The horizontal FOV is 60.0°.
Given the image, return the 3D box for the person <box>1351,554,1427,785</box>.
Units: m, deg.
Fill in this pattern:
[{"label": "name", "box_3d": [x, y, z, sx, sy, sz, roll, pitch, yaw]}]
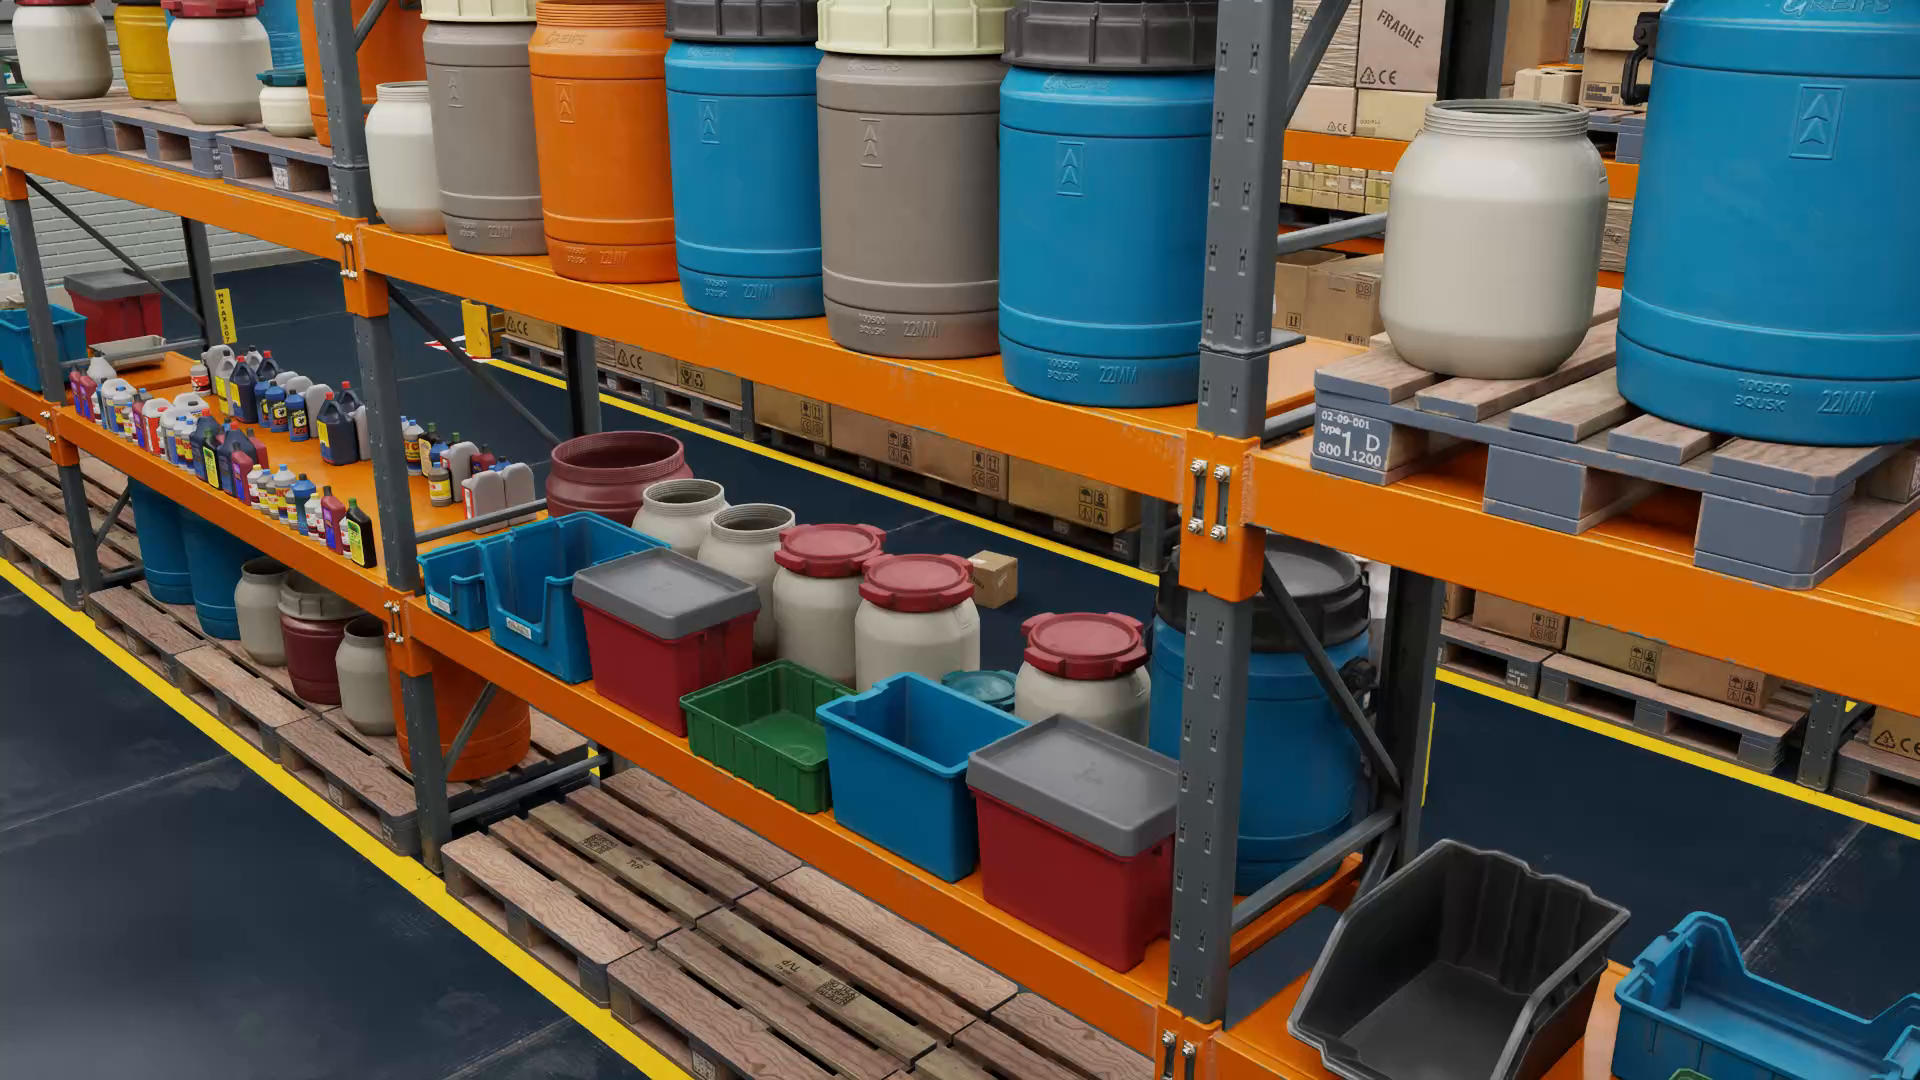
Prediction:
[{"label": "person", "box_3d": [1.959, 0.306, 7.663, 0.540, 1.756, 0.567, 18, 27, 40]}]
